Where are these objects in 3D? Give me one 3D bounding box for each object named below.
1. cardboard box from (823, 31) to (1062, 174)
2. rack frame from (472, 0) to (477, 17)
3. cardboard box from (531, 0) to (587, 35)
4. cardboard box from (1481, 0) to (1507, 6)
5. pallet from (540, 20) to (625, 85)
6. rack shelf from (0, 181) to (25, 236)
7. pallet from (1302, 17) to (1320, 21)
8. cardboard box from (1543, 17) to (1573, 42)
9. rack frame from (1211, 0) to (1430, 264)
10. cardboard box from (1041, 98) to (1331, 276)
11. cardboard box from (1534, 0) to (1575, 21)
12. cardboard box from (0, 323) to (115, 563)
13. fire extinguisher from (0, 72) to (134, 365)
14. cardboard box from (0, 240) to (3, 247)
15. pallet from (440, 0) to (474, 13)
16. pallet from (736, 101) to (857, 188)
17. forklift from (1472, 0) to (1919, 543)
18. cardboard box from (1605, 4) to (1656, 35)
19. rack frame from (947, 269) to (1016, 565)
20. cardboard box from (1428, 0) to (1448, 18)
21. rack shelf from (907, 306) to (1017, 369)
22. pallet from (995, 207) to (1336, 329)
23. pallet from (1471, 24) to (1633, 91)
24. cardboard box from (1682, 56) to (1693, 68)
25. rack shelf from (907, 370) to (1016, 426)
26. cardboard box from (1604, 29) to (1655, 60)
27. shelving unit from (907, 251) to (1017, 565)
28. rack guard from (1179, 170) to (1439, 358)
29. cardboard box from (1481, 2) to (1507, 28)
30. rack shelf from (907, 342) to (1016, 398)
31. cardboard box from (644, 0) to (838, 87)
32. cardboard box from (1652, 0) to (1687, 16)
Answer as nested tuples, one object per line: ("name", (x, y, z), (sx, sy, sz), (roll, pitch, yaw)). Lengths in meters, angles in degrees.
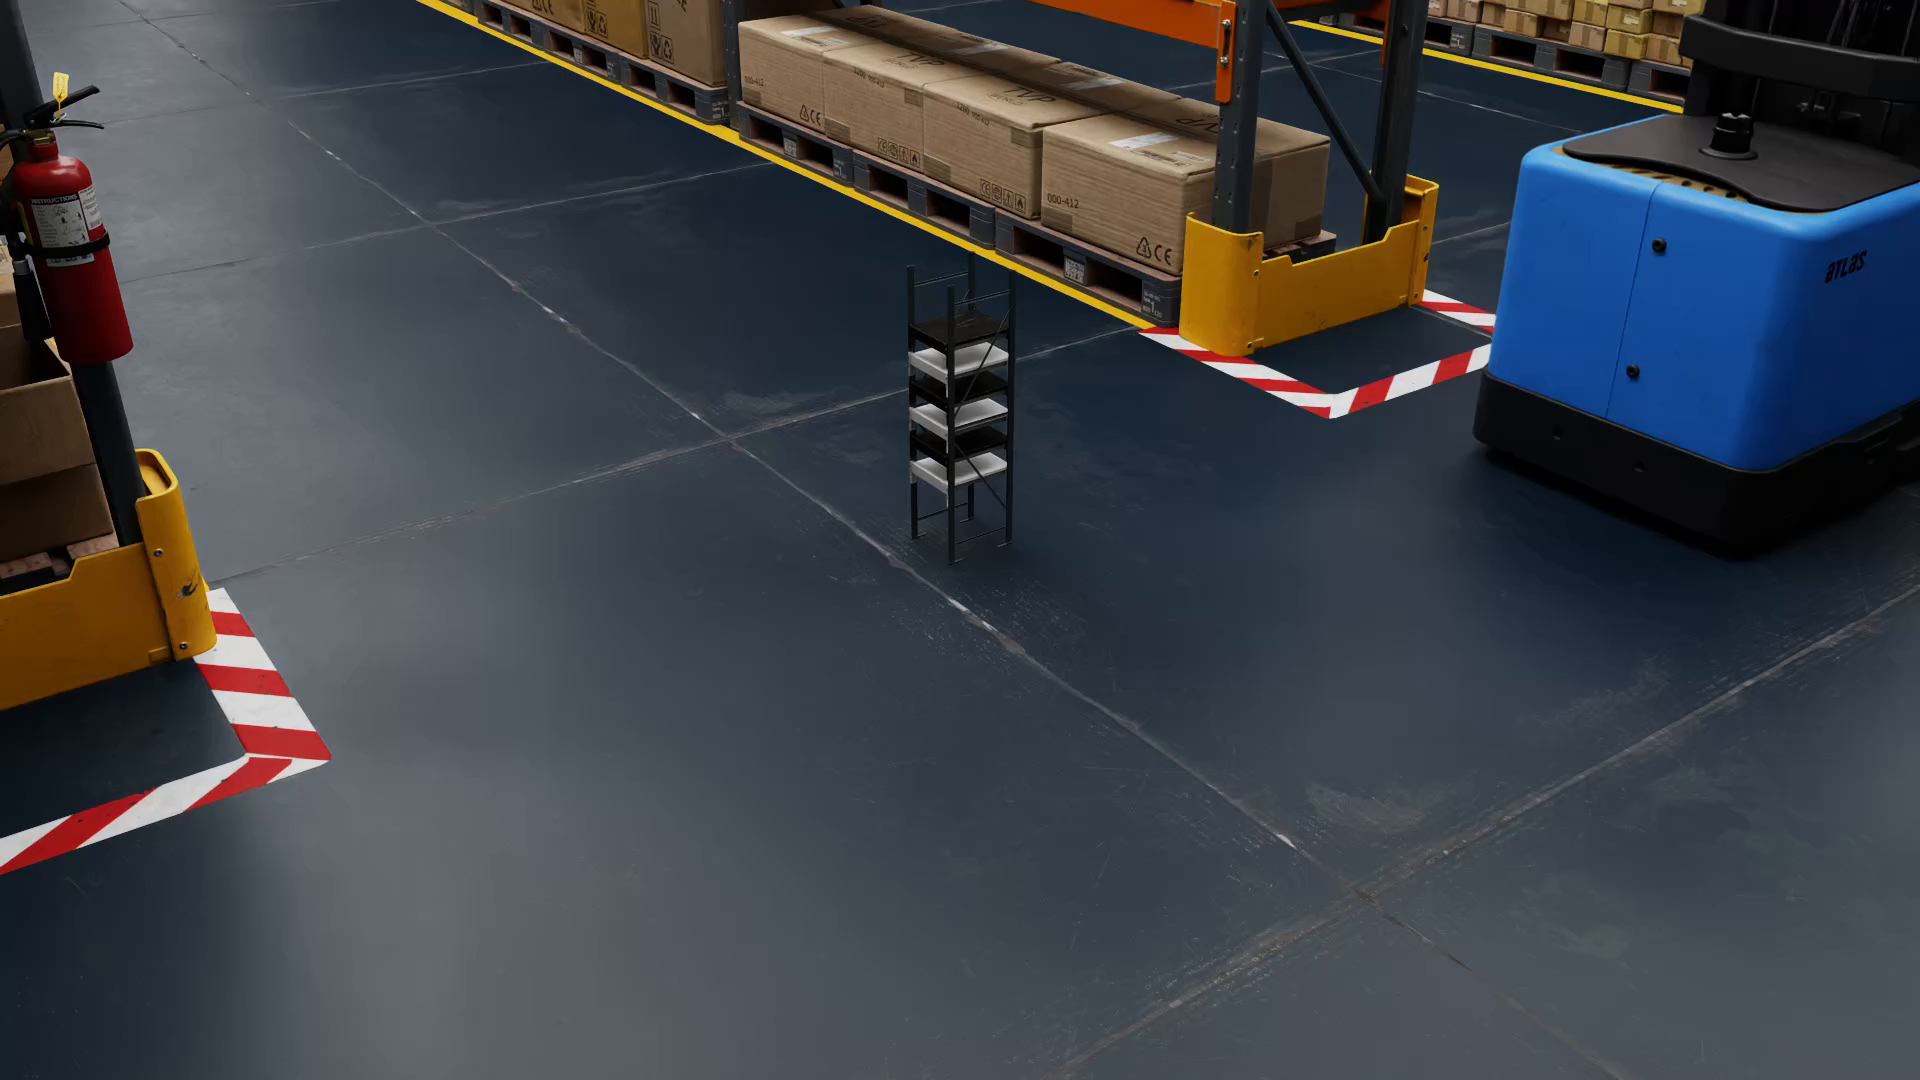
("cardboard box", (-0.095, -2.257, 8.508), (0.875, 0.438, 0.875), (-20, 34, -32))
("rack frame", (-3.211, -5.375, 12.005), (1.000, 3.000, 0.127), (-19, 34, -31))
("cardboard box", (-2.364, -3.987, 11.234), (0.875, 0.875, 0.875), (-18, 33, -30))
("cardboard box", (3.717, -3.685, 11.128), (0.380, 0.149, 0.250), (-17, 33, -28))
("pallet", (-2.112, -3.349, 11.195), (1.003, 0.211, 1.213), (-19, 34, -31))
("rack shelf", (-3.772, -1.351, 5.349), (1.077, 0.370, 4.000), (-19, 34, -31))
("pallet", (2.630, -4.307, 12.959), (1.003, 0.211, 1.213), (-19, 34, -31))
("cardboard box", (4.032, -3.357, 10.836), (0.380, 0.149, 0.250), (-18, 33, -29))
("rack frame", (1.429, -2.265, 6.278), (1.000, 3.000, 0.127), (-19, 34, -31))
("cardboard box", (0.965, -1.553, 7.211), (0.875, 0.438, 0.875), (-20, 34, -32))
("cardboard box", (3.934, -3.467, 10.726), (0.380, 0.149, 0.250), (-18, 34, -30))
("cardboard box", (-2.890, -0.241, 4.727), (0.797, 0.503, 0.637), (-20, 34, -33))
("fire extinguisher", (-2.150, -0.763, 3.983), (0.296, 0.674, 0.183), (-19, 34, -31))
("cardboard box", (-3.579, -0.816, 5.789), (0.500, 0.500, 0.500), (-18, 33, -30))
("pallet", (-3.664, -4.454, 13.230), (1.003, 0.211, 1.213), (-19, 34, -31))
("pallet", (-0.514, -2.278, 9.223), (1.003, 0.211, 1.213), (-19, 34, -31))
("forklift", (3.264, -1.828, 5.544), (3.031, 2.935, 1.130), (-20, 34, -32))
("cardboard box", (4.250, -3.263, 10.350), (0.380, 0.149, 0.250), (-18, 33, -30))
("rack frame", (0.064, -0.353, 4.957), (0.240, 0.900, 0.006), (-19, 34, -31))
("cardboard box", (3.373, -3.745, 11.551), (0.380, 0.149, 0.250), (-19, 34, -31))
("rack shelf", (0.005, -0.600, 4.916), (0.258, 0.077, 0.200), (-19, 34, -31))
("pallet", (0.901, -1.329, 7.476), (1.003, 0.211, 1.213), (-19, 34, -31))
("pallet", (4.213, -3.279, 11.066), (1.003, 0.211, 1.213), (-19, 34, -31))
("cardboard box", (4.613, -2.952, 10.090), (0.380, 0.149, 0.250), (-19, 34, -31))
("rack shelf", (0.005, -0.442, 5.002), (0.258, 0.077, 0.200), (-19, 34, -31))
("cardboard box", (4.260, -3.126, 10.410), (0.380, 0.149, 0.250), (-20, 35, -33))
("shelving unit", (0.005, -0.392, 5.029), (0.258, 0.900, 0.210), (-19, 34, -31))
("rack guard", (1.443, -1.157, 6.857), (1.175, 0.500, 0.348), (-19, 34, -31))
("cardboard box", (3.745, -3.566, 11.220), (0.380, 0.149, 0.250), (-20, 35, -33))
("rack shelf", (0.005, -0.521, 4.959), (0.258, 0.077, 0.200), (-19, 34, -31))
("cardboard box", (-1.316, -3.290, 9.951), (0.875, 0.875, 0.875), (-18, 33, -29))
("cardboard box", (4.438, -3.301, 10.109), (0.380, 0.149, 0.250), (-20, 34, -33))
